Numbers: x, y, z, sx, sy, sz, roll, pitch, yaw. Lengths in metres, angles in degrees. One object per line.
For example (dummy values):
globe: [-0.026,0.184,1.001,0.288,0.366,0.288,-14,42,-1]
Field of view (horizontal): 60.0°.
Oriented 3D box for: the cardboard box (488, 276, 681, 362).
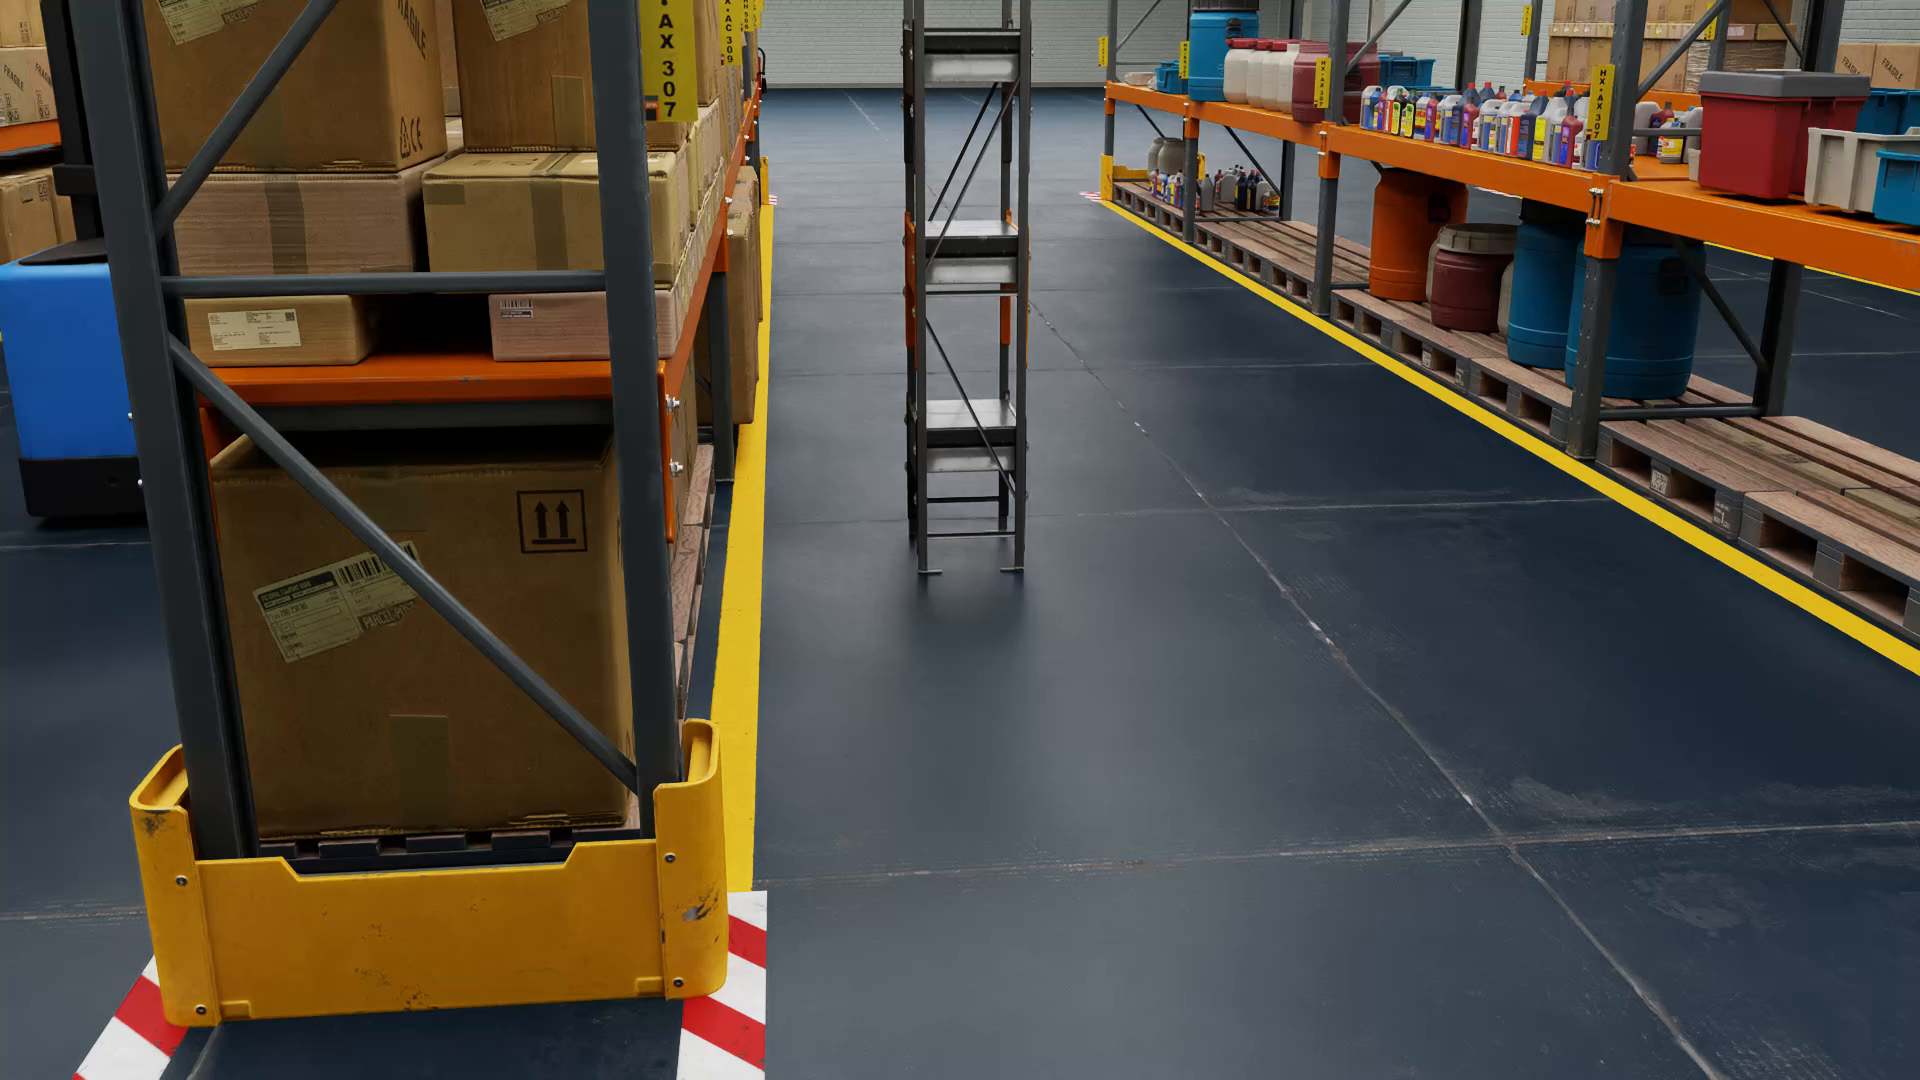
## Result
cardboard box: [-0.815,-0.489,3.648,0.380,0.149,0.250,-2,17,-5]

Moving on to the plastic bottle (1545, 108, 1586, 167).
plastic bottle: [3.008,-1.995,8.232,0.152,0.276,0.135,-2,18,-6]

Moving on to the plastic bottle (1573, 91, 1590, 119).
plastic bottle: [3.131,-2.083,8.386,0.144,0.351,0.185,-2,18,-6]

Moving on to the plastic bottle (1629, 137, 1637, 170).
plastic bottle: [3.168,-1.860,7.926,0.097,0.201,0.097,0,17,0]

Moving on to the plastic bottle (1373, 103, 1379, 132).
plastic bottle: [2.713,-2.732,10.702,0.097,0.201,0.097,0,17,0]

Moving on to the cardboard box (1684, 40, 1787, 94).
cardboard box: [7.458,-4.553,16.006,0.700,0.500,0.500,-2,18,-7]

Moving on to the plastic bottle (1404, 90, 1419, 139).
plastic bottle: [2.758,-2.587,10.105,0.061,0.283,0.133,-2,18,-6]

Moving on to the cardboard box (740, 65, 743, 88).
cardboard box: [-1.875,-3.512,12.405,0.500,0.250,0.500,-2,18,-7]

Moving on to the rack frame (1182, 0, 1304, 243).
rack frame: [2.583,-4.222,15.116,1.000,3.000,0.127,-2,18,-6]

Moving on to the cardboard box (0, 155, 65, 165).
cardboard box: [-7.039,-2.603,13.015,1.050,0.750,0.750,-2,18,-6]

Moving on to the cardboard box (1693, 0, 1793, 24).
cardboard box: [7.458,-5.172,15.811,0.700,0.500,0.500,-2,18,-5]

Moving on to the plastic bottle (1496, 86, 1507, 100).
plastic bottle: [3.485,-2.798,10.777,0.061,0.283,0.133,-2,18,-6]

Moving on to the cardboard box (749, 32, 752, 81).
cardboard box: [-2.329,-4.394,15.002,0.875,0.500,0.500,-2,18,-6]

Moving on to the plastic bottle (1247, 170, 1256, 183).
plastic bottle: [2.893,-3.477,16.433,0.144,0.351,0.185,-3,18,-8]

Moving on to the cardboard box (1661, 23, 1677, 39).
cardboard box: [7.188,-5.035,16.457,0.380,0.149,0.250,-2,18,-6]

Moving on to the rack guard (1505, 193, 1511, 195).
rack guard: [7.095,-4.380,19.793,1.175,0.500,0.348,-2,18,-6]

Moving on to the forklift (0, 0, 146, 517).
forklift: [-3.523,-1.891,7.806,1.130,2.935,3.031,-3,18,-9]

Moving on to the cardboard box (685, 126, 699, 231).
cardboard box: [-0.996,-1.020,4.671,0.500,0.250,0.500,-2,18,-7]

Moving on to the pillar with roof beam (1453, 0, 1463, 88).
pillar with roof beam: [6.818,-13.630,35.068,9.100,9.000,0.400,-2,18,-6]

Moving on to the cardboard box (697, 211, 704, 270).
cardboard box: [-0.950,-0.872,4.868,0.380,0.149,0.250,-2,18,-6]

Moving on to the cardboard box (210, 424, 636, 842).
cardboard box: [-1.252,0.132,4.096,0.875,0.875,0.875,-2,18,-6]

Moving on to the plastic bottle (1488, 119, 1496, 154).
plastic bottle: [2.903,-2.184,8.956,0.097,0.201,0.097,0,17,0]

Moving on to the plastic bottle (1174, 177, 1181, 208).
plastic bottle: [2.152,-3.423,16.373,0.061,0.283,0.133,-1,17,-2]

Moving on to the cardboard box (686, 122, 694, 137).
cardboard box: [-0.998,-1.376,4.554,0.500,0.500,0.500,-2,18,-7]

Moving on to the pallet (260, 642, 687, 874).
pallet: [-1.266,0.601,4.410,1.003,0.211,1.213,-2,18,-6]

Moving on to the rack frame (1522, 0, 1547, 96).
rack frame: [7.097,-5.565,19.396,1.000,3.000,0.127,-2,18,-6]

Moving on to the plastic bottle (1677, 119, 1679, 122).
plastic bottle: [3.706,-2.066,8.583,0.097,0.201,0.097,0,17,0]

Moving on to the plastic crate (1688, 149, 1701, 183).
plastic crate: [3.314,-1.598,7.099,0.396,0.136,0.243,-2,18,-6]

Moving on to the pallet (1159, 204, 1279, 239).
pallet: [2.555,-3.093,16.175,1.003,0.211,1.213,-2,18,-6]

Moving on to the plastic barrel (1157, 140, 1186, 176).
plastic barrel: [2.366,-4.084,18.129,0.421,0.512,0.421,0,17,0]

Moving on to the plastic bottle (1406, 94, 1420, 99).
plastic bottle: [2.811,-2.658,10.351,0.097,0.271,0.097,0,17,0]

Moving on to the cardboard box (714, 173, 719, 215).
cardboard box: [-1.082,-1.255,6.085,0.380,0.149,0.250,-1,17,-5]

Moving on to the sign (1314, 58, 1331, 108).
sign: [2.449,-3.089,11.235,0.100,0.325,0.005,-2,18,-6]

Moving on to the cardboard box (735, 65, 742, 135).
cardboard box: [-1.634,-2.785,10.374,0.500,0.500,0.500,-1,17,-4]

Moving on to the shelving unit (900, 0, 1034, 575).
shelving unit: [0.017,-0.952,6.205,0.431,2.100,0.503,-2,18,-6]

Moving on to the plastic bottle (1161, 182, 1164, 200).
plastic bottle: [2.103,-3.577,17.000,0.097,0.201,0.097,0,17,0]

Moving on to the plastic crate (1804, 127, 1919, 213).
plastic crate: [3.382,-1.350,6.066,0.437,0.282,0.530,-2,18,-6]

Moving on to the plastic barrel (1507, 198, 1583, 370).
plastic barrel: [3.296,-1.411,8.966,0.600,0.901,0.708,-2,18,-6]

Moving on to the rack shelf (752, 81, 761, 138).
rack shelf: [-2.550,-4.321,16.635,1.077,0.370,4.000,-2,18,-6]

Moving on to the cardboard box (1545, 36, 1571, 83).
cardboard box: [7.133,-5.473,18.937,0.700,0.500,0.500,-2,18,-6]

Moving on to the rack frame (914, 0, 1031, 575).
rack frame: [0.042,-0.880,5.974,0.400,2.100,0.015,-2,18,-6]

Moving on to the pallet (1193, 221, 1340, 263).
pallet: [2.702,-2.658,14.792,1.003,0.211,1.213,-2,18,-6]

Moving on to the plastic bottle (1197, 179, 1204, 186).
plastic bottle: [2.355,-3.384,16.262,0.152,0.276,0.135,-2,18,-6]

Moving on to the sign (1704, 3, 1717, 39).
sign: [6.958,-4.807,15.402,0.100,0.325,0.005,-2,18,-6]

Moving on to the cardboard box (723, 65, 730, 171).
cardboard box: [-1.370,-2.027,7.960,0.500,0.500,0.500,-2,18,-6]

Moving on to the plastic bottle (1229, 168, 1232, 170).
plastic bottle: [2.826,-3.759,17.444,0.061,0.283,0.133,-1,17,-4]

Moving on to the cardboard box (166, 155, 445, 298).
cardboard box: [-1.420,-0.700,3.652,0.500,0.250,0.500,-2,18,-7]

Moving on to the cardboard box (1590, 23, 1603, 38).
cardboard box: [7.032,-5.491,17.911,0.380,0.149,0.250,-2,18,-7]

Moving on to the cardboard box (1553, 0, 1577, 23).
cardboard box: [7.138,-6.077,18.692,0.700,0.500,0.500,-2,18,-5]

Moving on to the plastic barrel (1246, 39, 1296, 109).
plastic barrel: [2.539,-3.776,13.470,0.433,0.535,0.433,0,17,0]

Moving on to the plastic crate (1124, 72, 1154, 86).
plastic crate: [1.942,-5.011,18.071,0.298,0.136,0.250,-2,18,-6]

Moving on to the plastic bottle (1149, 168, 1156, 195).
plastic bottle: [2.047,-3.772,17.504,0.097,0.271,0.097,0,17,0]

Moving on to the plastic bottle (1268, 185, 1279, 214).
plastic bottle: [2.986,-3.238,15.804,0.097,0.271,0.097,0,17,0]

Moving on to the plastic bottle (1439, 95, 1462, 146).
plastic bottle: [2.861,-2.419,9.580,0.152,0.276,0.135,-2,18,-6]

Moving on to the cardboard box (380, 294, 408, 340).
cardboard box: [-1.499,-0.547,3.830,0.380,0.149,0.250,-2,18,-5]

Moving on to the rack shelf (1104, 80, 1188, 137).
rack shelf: [2.376,-4.474,17.122,1.077,0.370,4.000,-2,18,-6]
